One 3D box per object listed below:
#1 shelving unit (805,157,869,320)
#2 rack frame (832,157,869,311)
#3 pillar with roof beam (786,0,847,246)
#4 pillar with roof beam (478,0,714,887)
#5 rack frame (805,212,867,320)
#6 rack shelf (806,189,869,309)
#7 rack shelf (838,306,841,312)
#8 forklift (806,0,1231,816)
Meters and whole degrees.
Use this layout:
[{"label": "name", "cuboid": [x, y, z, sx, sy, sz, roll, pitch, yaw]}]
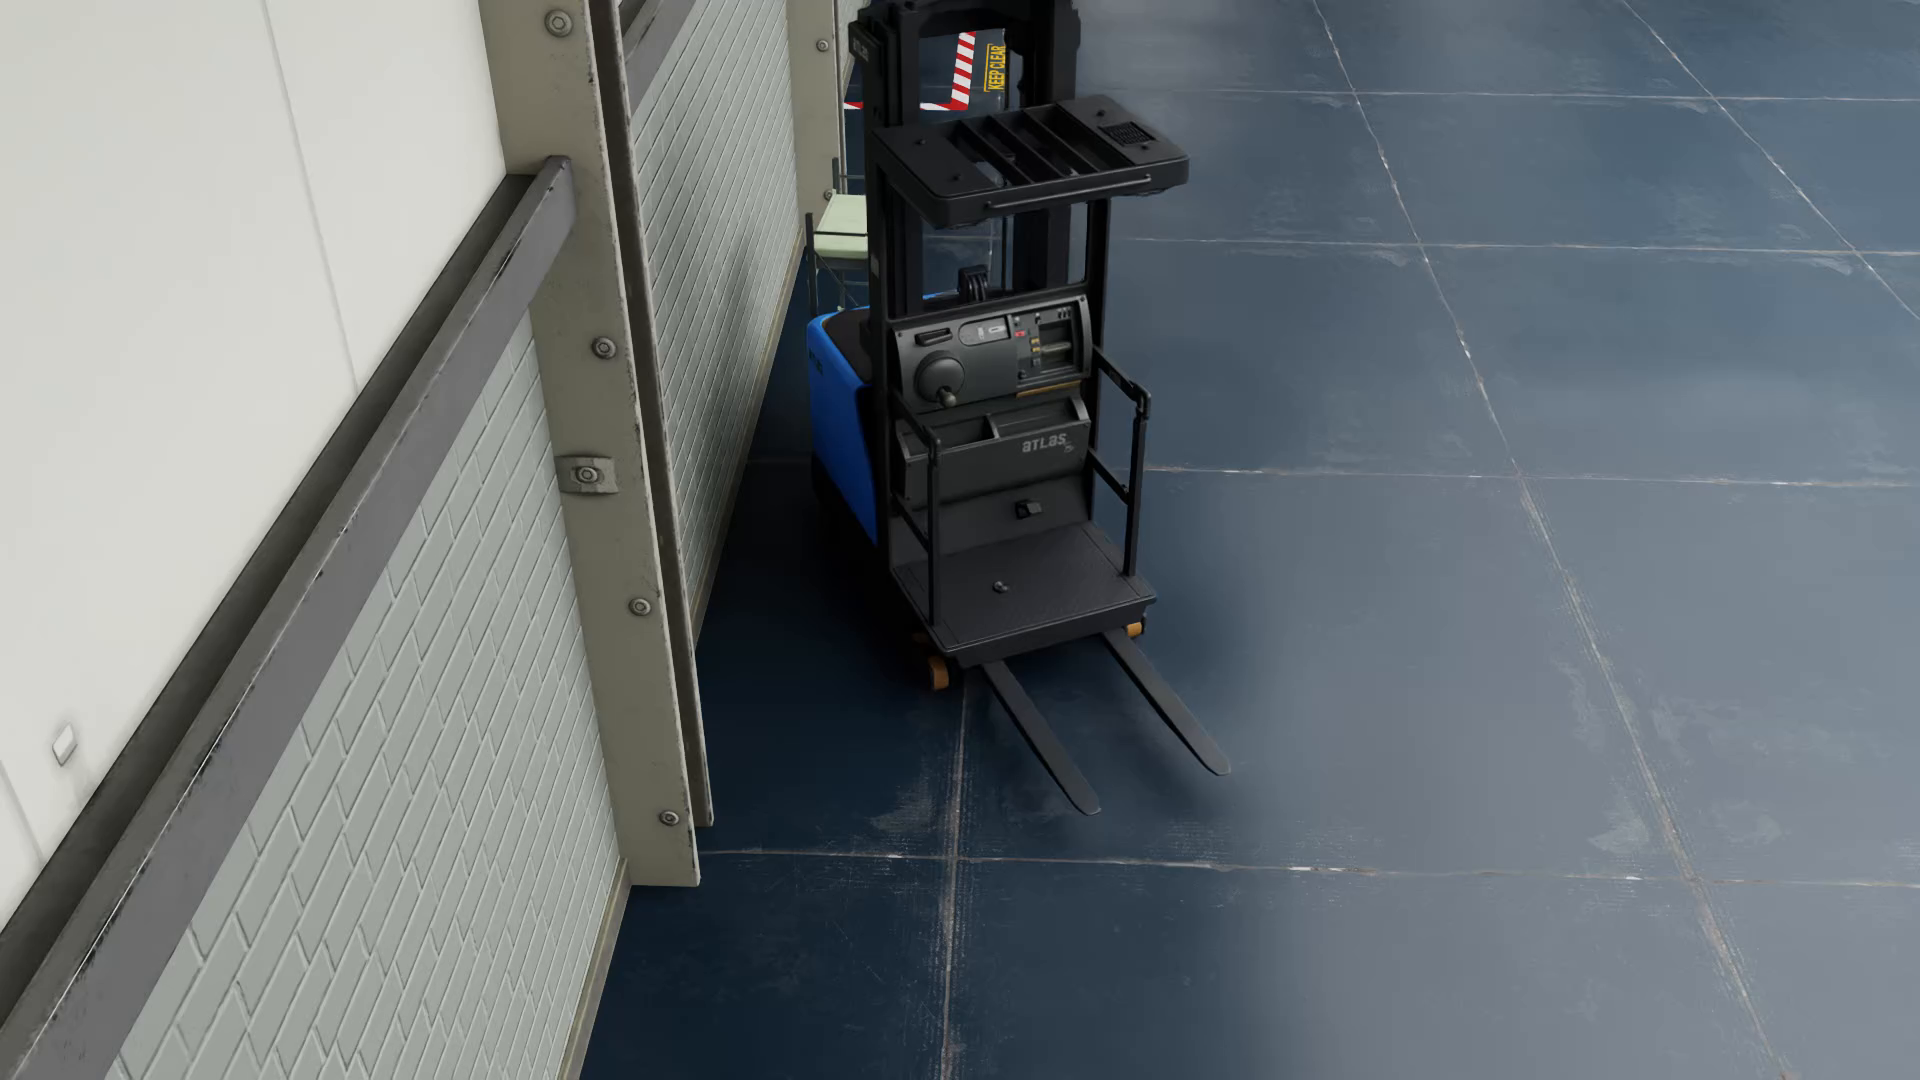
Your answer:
[{"label": "shelving unit", "cuboid": [-0.542, -1.242, 9.158, 0.431, 1.500, 0.755, 4, 35, 6]}, {"label": "rack frame", "cuboid": [-0.497, -1.451, 9.455, 0.400, 1.500, 0.023, 4, 35, 6]}, {"label": "pillar with roof beam", "cuboid": [3.340, -5.749, 9.050, 9.100, 9.000, 0.400, 1, 35, 2]}, {"label": "pillar with roof beam", "cuboid": [3.099, -2.302, 4.145, 9.100, 9.000, 0.400, 1, 35, 2]}, {"label": "rack frame", "cuboid": [-0.587, -1.033, 8.861, 0.400, 1.500, 0.023, 4, 35, 6]}, {"label": "rack shelf", "cuboid": [-0.542, -1.561, 8.934, 0.431, 0.370, 0.720, 4, 35, 6]}, {"label": "rack shelf", "cuboid": [-0.542, -0.975, 9.346, 0.431, 0.370, 0.720, 4, 35, 6]}, {"label": "forklift", "cuboid": [0.239, -0.779, 7.256, 1.130, 2.935, 3.031, -13, 37, -18]}]
